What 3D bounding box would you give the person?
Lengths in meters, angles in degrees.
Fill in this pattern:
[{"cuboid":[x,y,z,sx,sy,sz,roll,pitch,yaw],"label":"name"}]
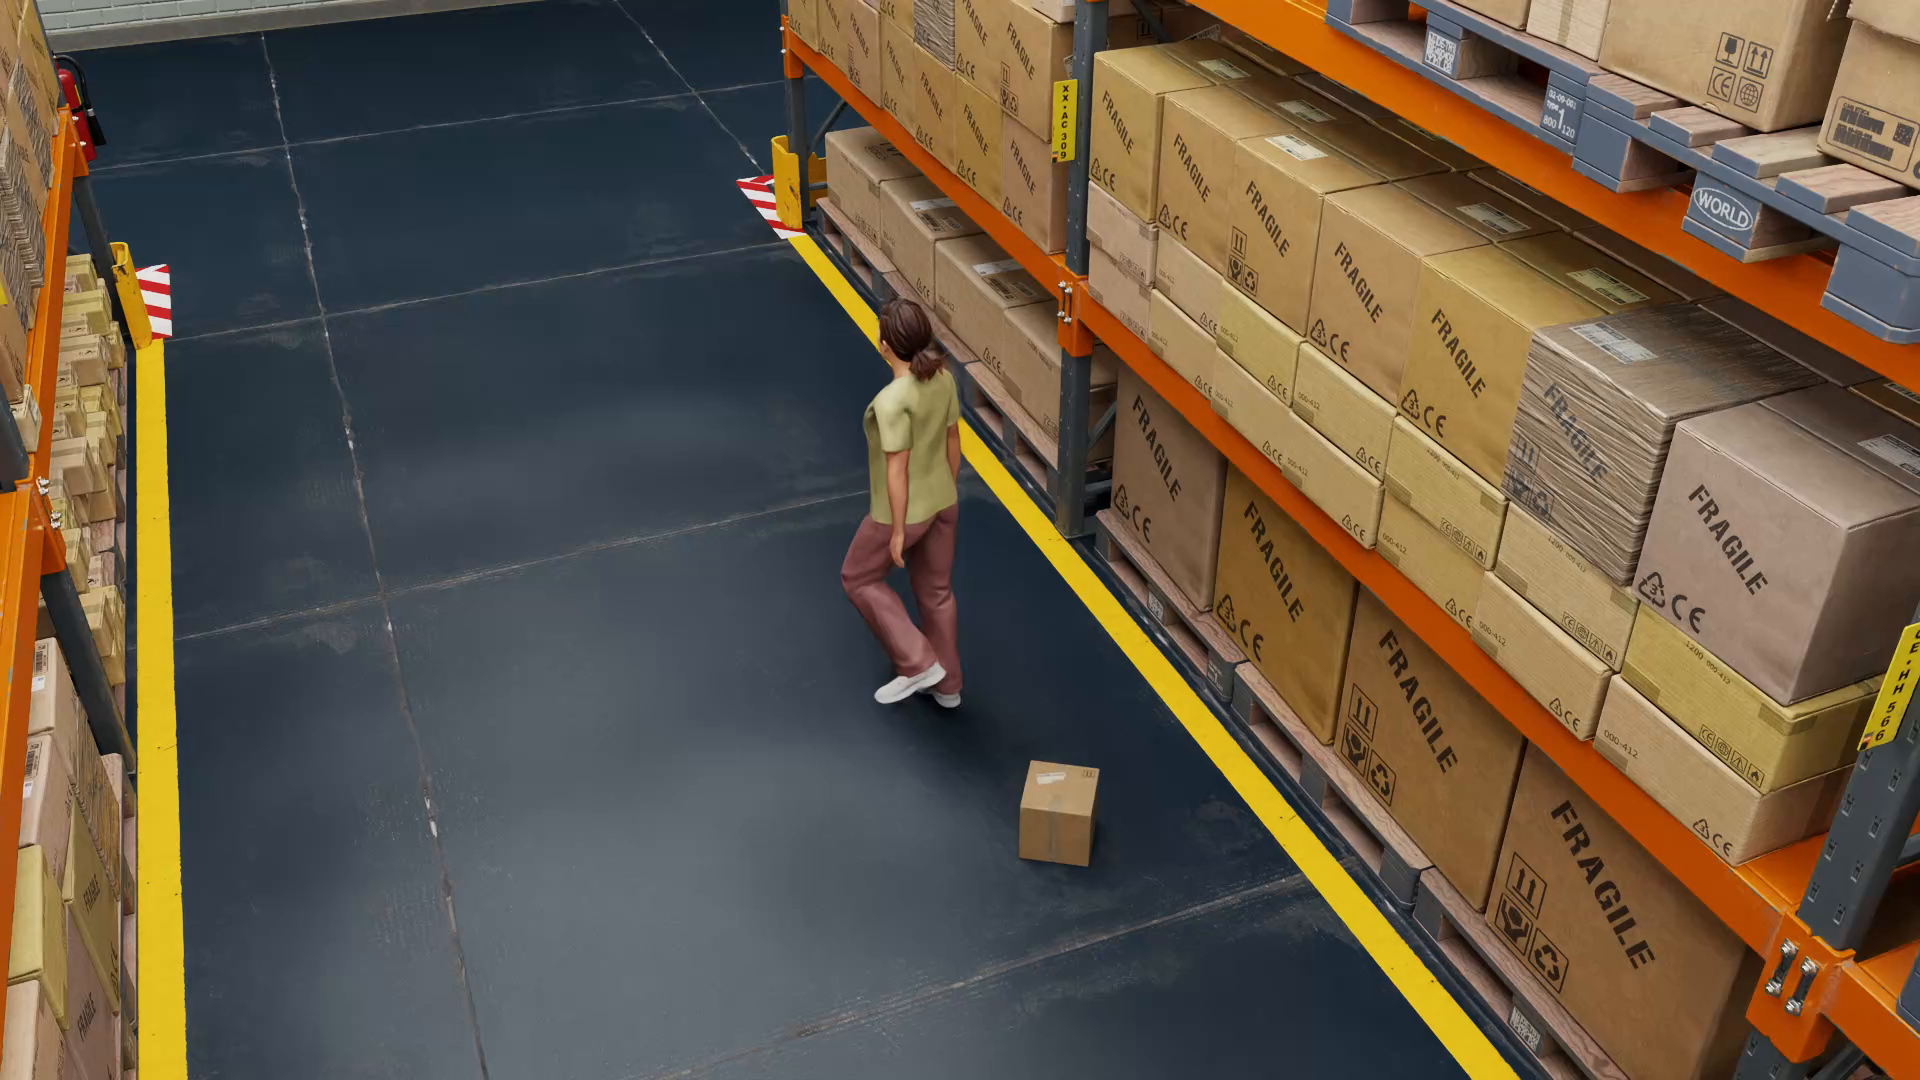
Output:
[{"cuboid":[-0.172,-0.111,6.285,0.470,1.655,0.495,25,41,33],"label":"person"}]
